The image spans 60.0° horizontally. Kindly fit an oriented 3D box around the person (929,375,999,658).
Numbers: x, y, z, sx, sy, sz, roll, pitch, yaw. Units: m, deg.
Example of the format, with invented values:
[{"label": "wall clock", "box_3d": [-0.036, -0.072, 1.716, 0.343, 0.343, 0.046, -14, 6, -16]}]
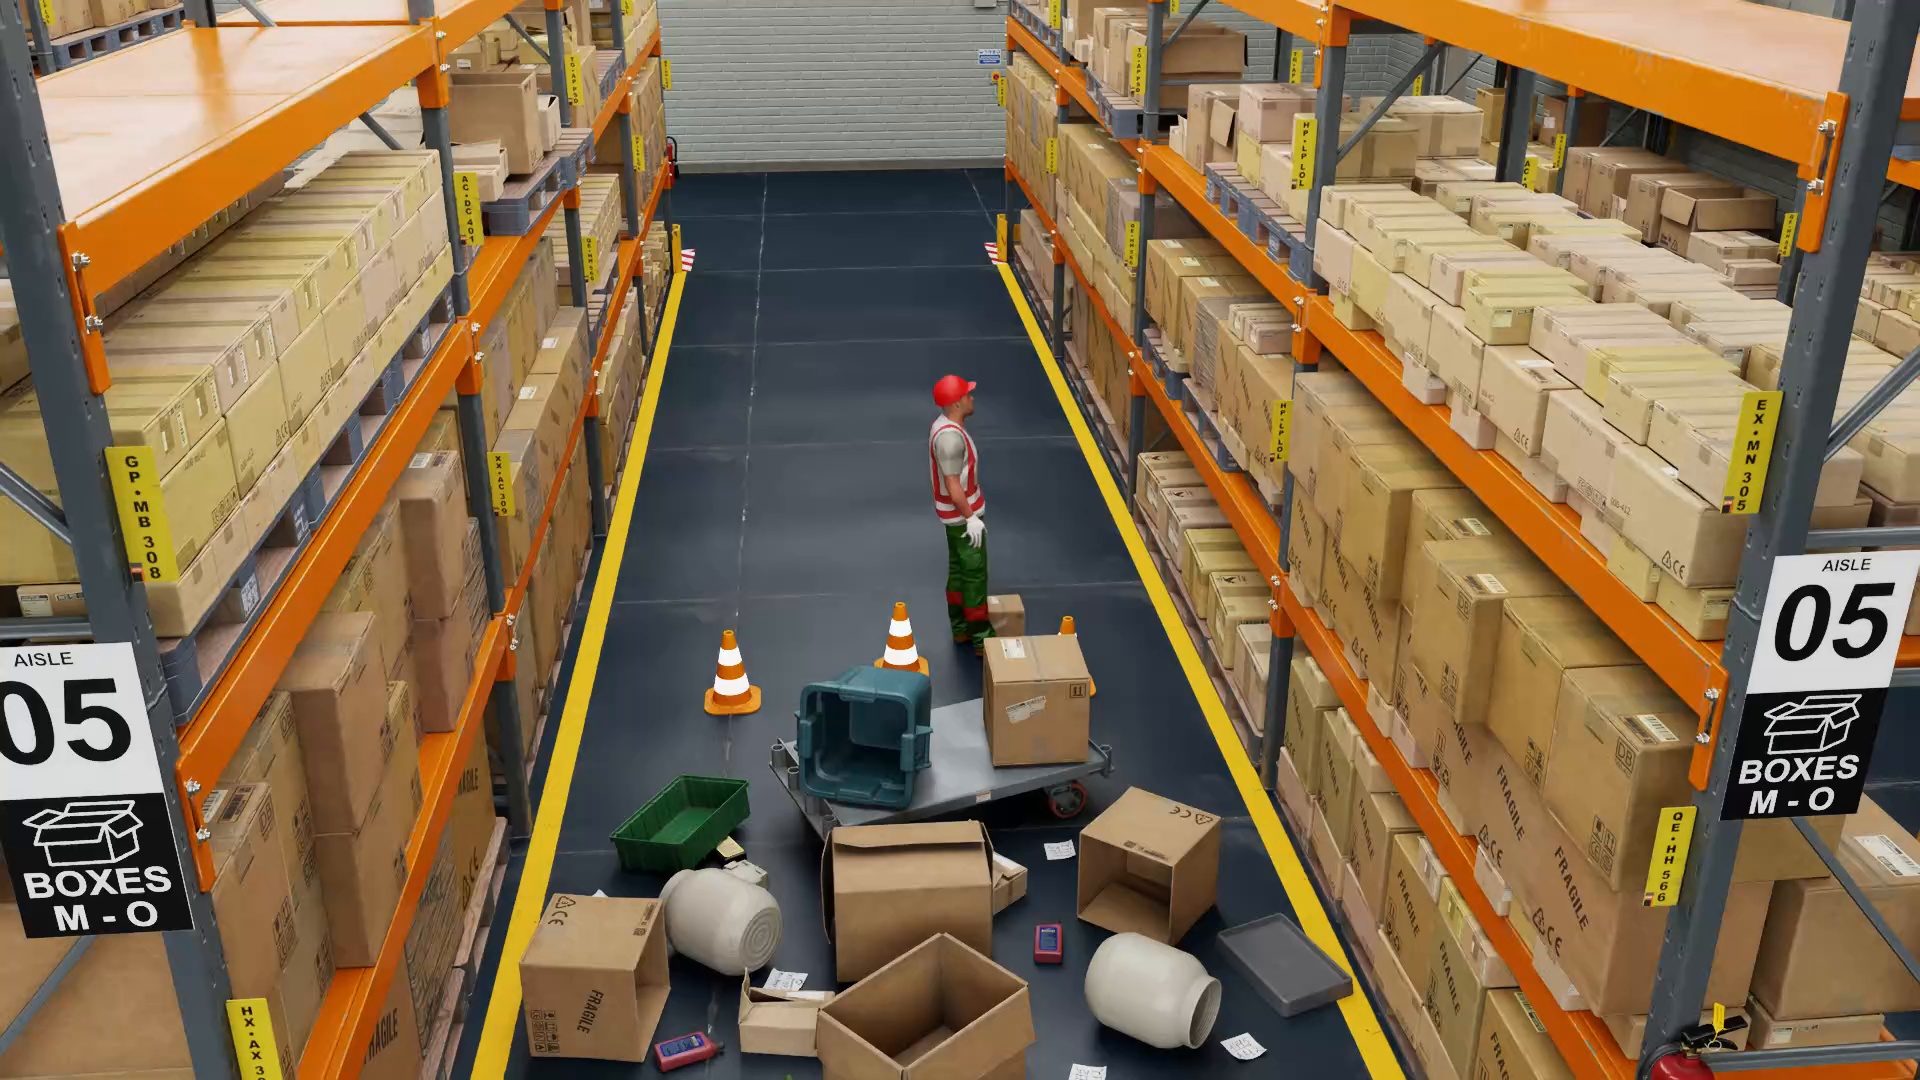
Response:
[{"label": "person", "box_3d": [0.090, -0.167, 10.430, 0.564, 1.787, 0.638, -2, 24, -5]}]
